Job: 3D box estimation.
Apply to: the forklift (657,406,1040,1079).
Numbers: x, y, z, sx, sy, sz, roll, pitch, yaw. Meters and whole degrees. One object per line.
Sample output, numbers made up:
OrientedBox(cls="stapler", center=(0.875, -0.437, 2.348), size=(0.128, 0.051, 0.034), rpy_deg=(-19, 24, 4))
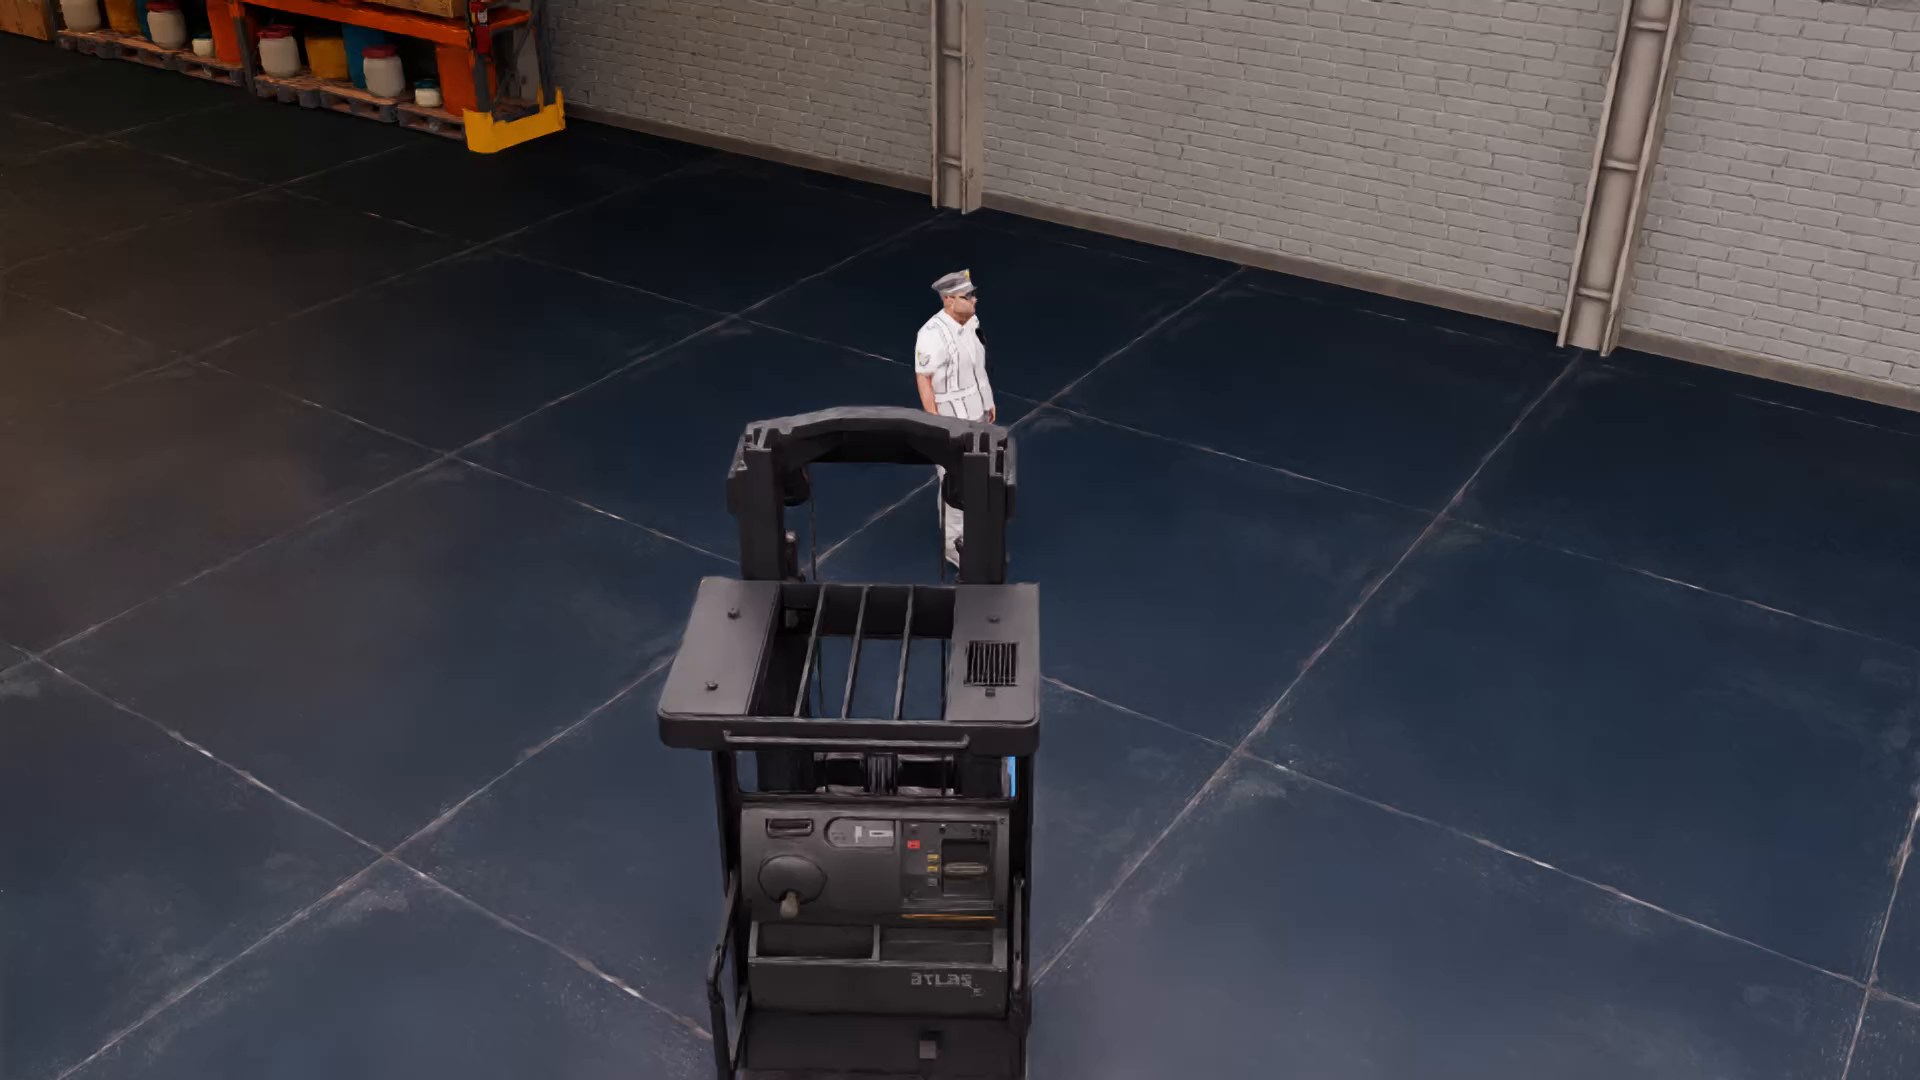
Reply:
OrientedBox(cls="forklift", center=(-0.301, 1.166, 5.574), size=(1.130, 2.935, 3.031), rpy_deg=(1, 30, 2))

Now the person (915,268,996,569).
OrientedBox(cls="person", center=(0.058, -0.750, 10.002), size=(0.574, 1.781, 0.640), rpy_deg=(19, 35, 29))
